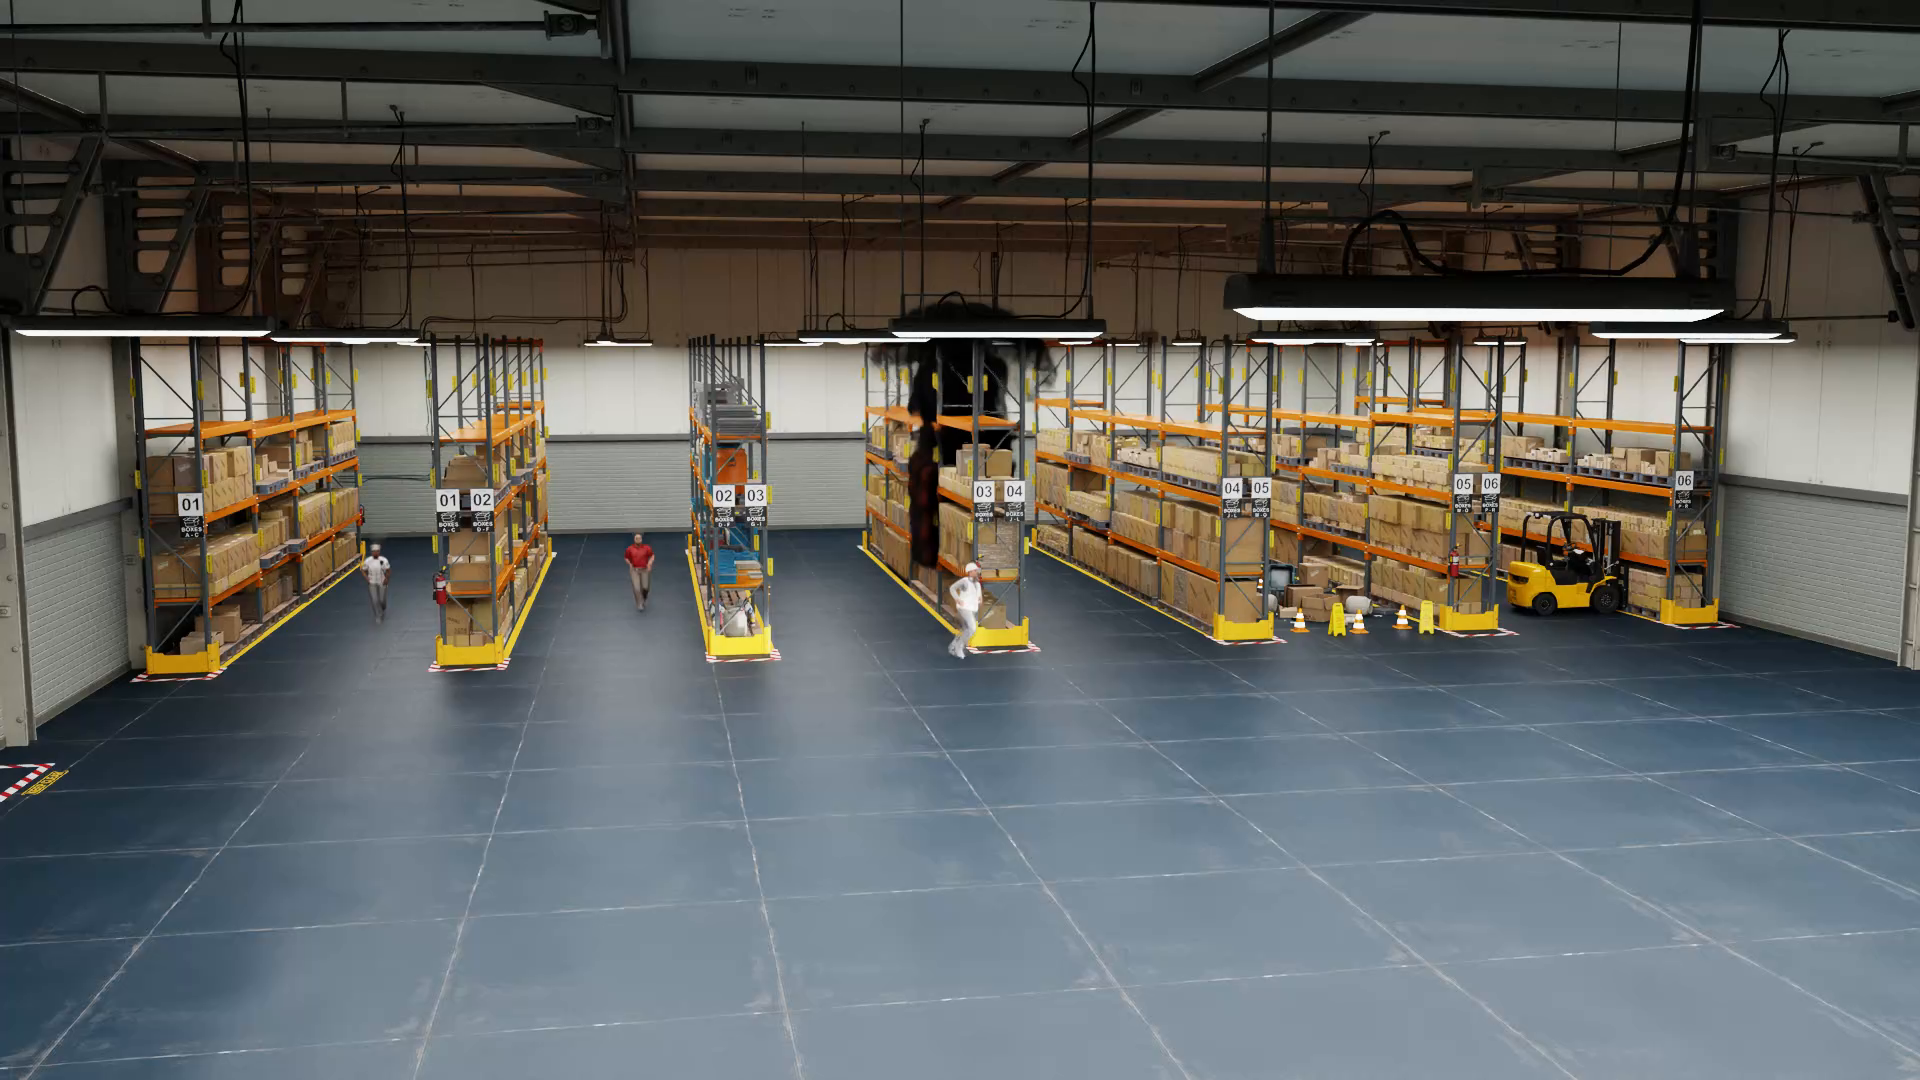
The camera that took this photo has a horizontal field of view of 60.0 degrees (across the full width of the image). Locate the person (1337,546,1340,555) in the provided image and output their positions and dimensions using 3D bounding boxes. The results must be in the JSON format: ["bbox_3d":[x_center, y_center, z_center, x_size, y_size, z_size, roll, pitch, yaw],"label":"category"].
[{"bbox_3d":[10.148,-0.262,44.783,0.656,1.745,0.615,-2,7,-14],"label":"person"}]

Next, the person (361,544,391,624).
[{"bbox_3d":[-12.266,0.909,34.919,0.565,1.672,0.517,-2,7,-17],"label":"person"}]

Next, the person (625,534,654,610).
[{"bbox_3d":[-7.023,0.709,36.456,0.638,1.679,0.586,-1,7,-11],"label":"person"}]

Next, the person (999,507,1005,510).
[{"bbox_3d":[1.164,-0.525,47.223,0.671,1.735,0.776,0,7,-2],"label":"person"}]

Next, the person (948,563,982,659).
[{"bbox_3d":[0.132,1.315,31.067,0.650,1.761,0.697,4,8,33],"label":"person"}]
